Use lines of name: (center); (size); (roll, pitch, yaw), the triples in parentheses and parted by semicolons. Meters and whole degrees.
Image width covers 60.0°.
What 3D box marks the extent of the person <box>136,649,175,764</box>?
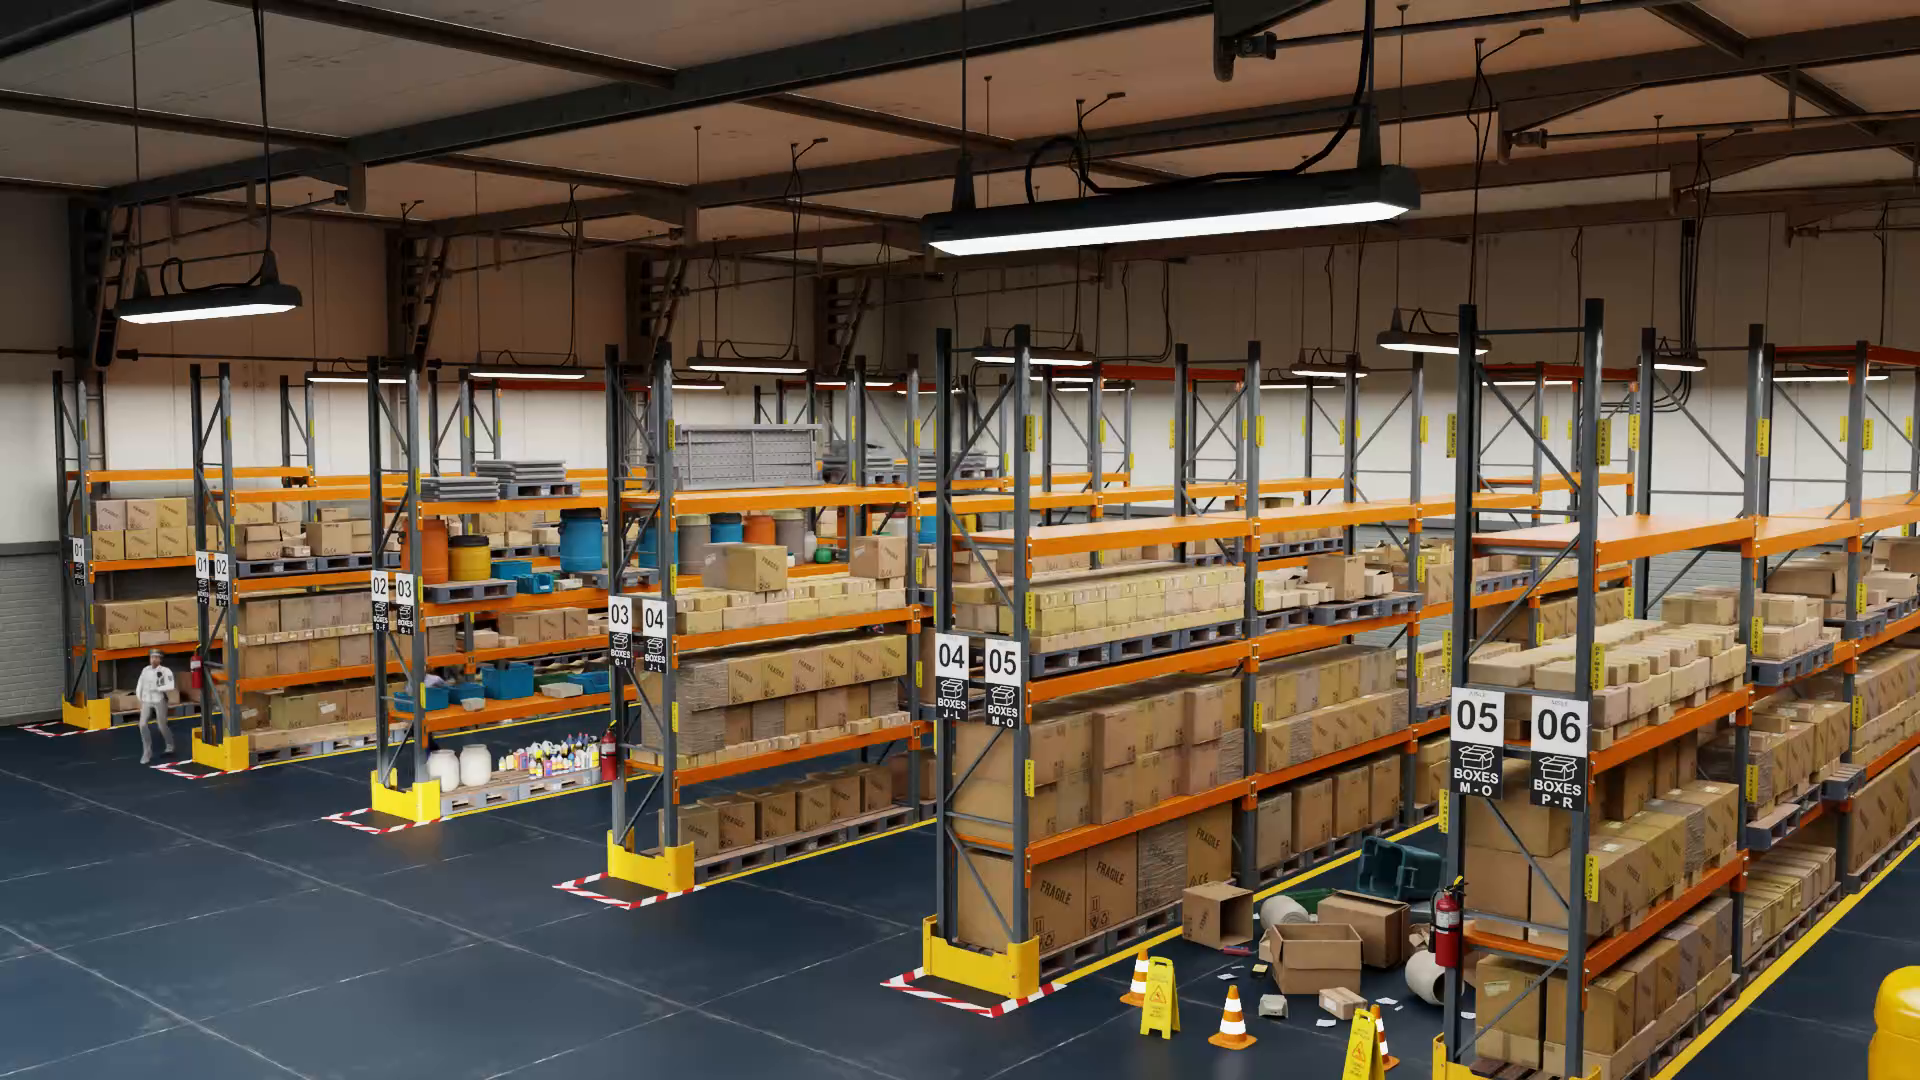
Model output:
person: (-12.266, 2.509, 25.333); (0.618, 1.729, 0.816); (0, 4, -6)

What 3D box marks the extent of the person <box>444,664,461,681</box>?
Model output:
person: (-9.371, 2.262, 30.398); (0.568, 1.393, 0.867); (2, 4, 23)

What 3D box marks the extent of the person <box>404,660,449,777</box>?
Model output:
person: (-7.842, 2.560, 24.386); (0.598, 1.652, 0.933); (1, 4, 14)
